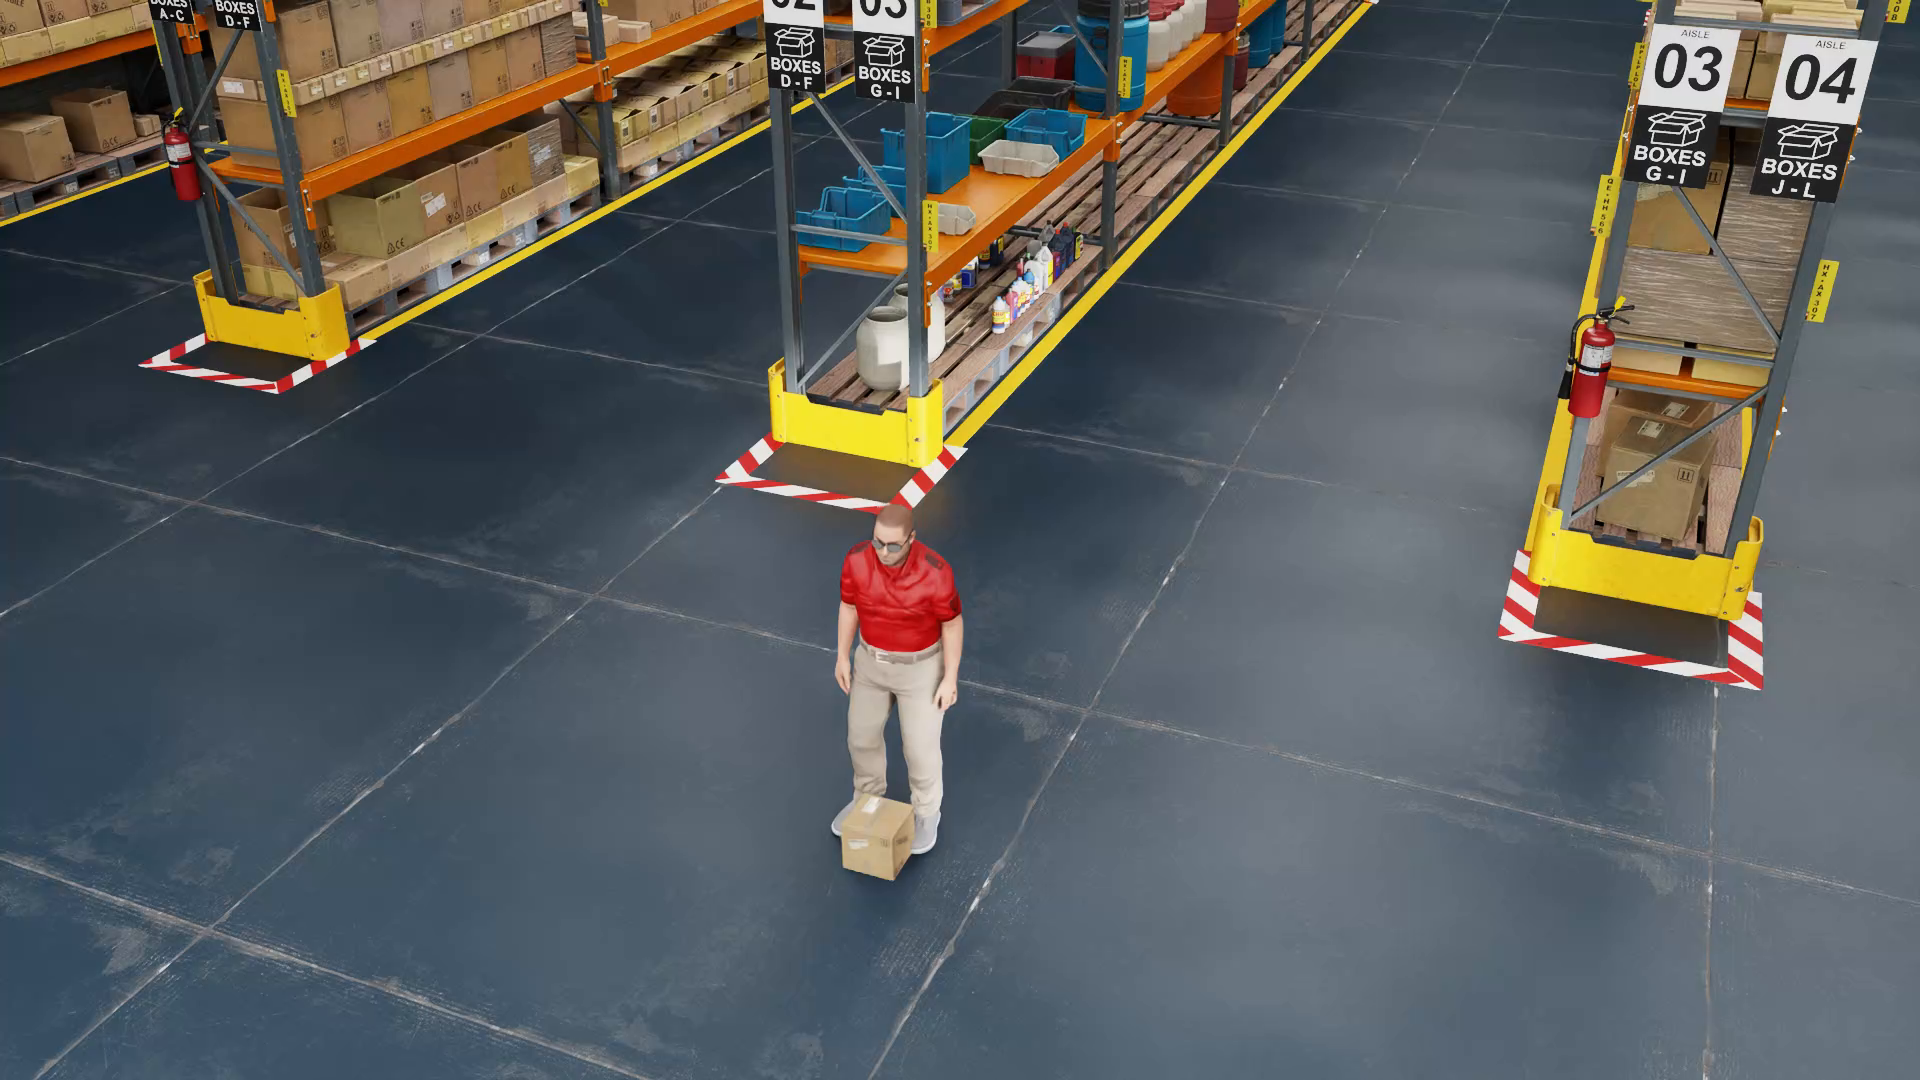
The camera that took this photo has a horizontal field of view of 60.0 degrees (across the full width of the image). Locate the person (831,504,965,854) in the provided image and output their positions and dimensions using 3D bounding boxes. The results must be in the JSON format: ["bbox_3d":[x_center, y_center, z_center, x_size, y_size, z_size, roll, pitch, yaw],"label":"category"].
[{"bbox_3d":[-0.278,0.585,7.377,0.597,1.725,0.384,10,31,16],"label":"person"}]
